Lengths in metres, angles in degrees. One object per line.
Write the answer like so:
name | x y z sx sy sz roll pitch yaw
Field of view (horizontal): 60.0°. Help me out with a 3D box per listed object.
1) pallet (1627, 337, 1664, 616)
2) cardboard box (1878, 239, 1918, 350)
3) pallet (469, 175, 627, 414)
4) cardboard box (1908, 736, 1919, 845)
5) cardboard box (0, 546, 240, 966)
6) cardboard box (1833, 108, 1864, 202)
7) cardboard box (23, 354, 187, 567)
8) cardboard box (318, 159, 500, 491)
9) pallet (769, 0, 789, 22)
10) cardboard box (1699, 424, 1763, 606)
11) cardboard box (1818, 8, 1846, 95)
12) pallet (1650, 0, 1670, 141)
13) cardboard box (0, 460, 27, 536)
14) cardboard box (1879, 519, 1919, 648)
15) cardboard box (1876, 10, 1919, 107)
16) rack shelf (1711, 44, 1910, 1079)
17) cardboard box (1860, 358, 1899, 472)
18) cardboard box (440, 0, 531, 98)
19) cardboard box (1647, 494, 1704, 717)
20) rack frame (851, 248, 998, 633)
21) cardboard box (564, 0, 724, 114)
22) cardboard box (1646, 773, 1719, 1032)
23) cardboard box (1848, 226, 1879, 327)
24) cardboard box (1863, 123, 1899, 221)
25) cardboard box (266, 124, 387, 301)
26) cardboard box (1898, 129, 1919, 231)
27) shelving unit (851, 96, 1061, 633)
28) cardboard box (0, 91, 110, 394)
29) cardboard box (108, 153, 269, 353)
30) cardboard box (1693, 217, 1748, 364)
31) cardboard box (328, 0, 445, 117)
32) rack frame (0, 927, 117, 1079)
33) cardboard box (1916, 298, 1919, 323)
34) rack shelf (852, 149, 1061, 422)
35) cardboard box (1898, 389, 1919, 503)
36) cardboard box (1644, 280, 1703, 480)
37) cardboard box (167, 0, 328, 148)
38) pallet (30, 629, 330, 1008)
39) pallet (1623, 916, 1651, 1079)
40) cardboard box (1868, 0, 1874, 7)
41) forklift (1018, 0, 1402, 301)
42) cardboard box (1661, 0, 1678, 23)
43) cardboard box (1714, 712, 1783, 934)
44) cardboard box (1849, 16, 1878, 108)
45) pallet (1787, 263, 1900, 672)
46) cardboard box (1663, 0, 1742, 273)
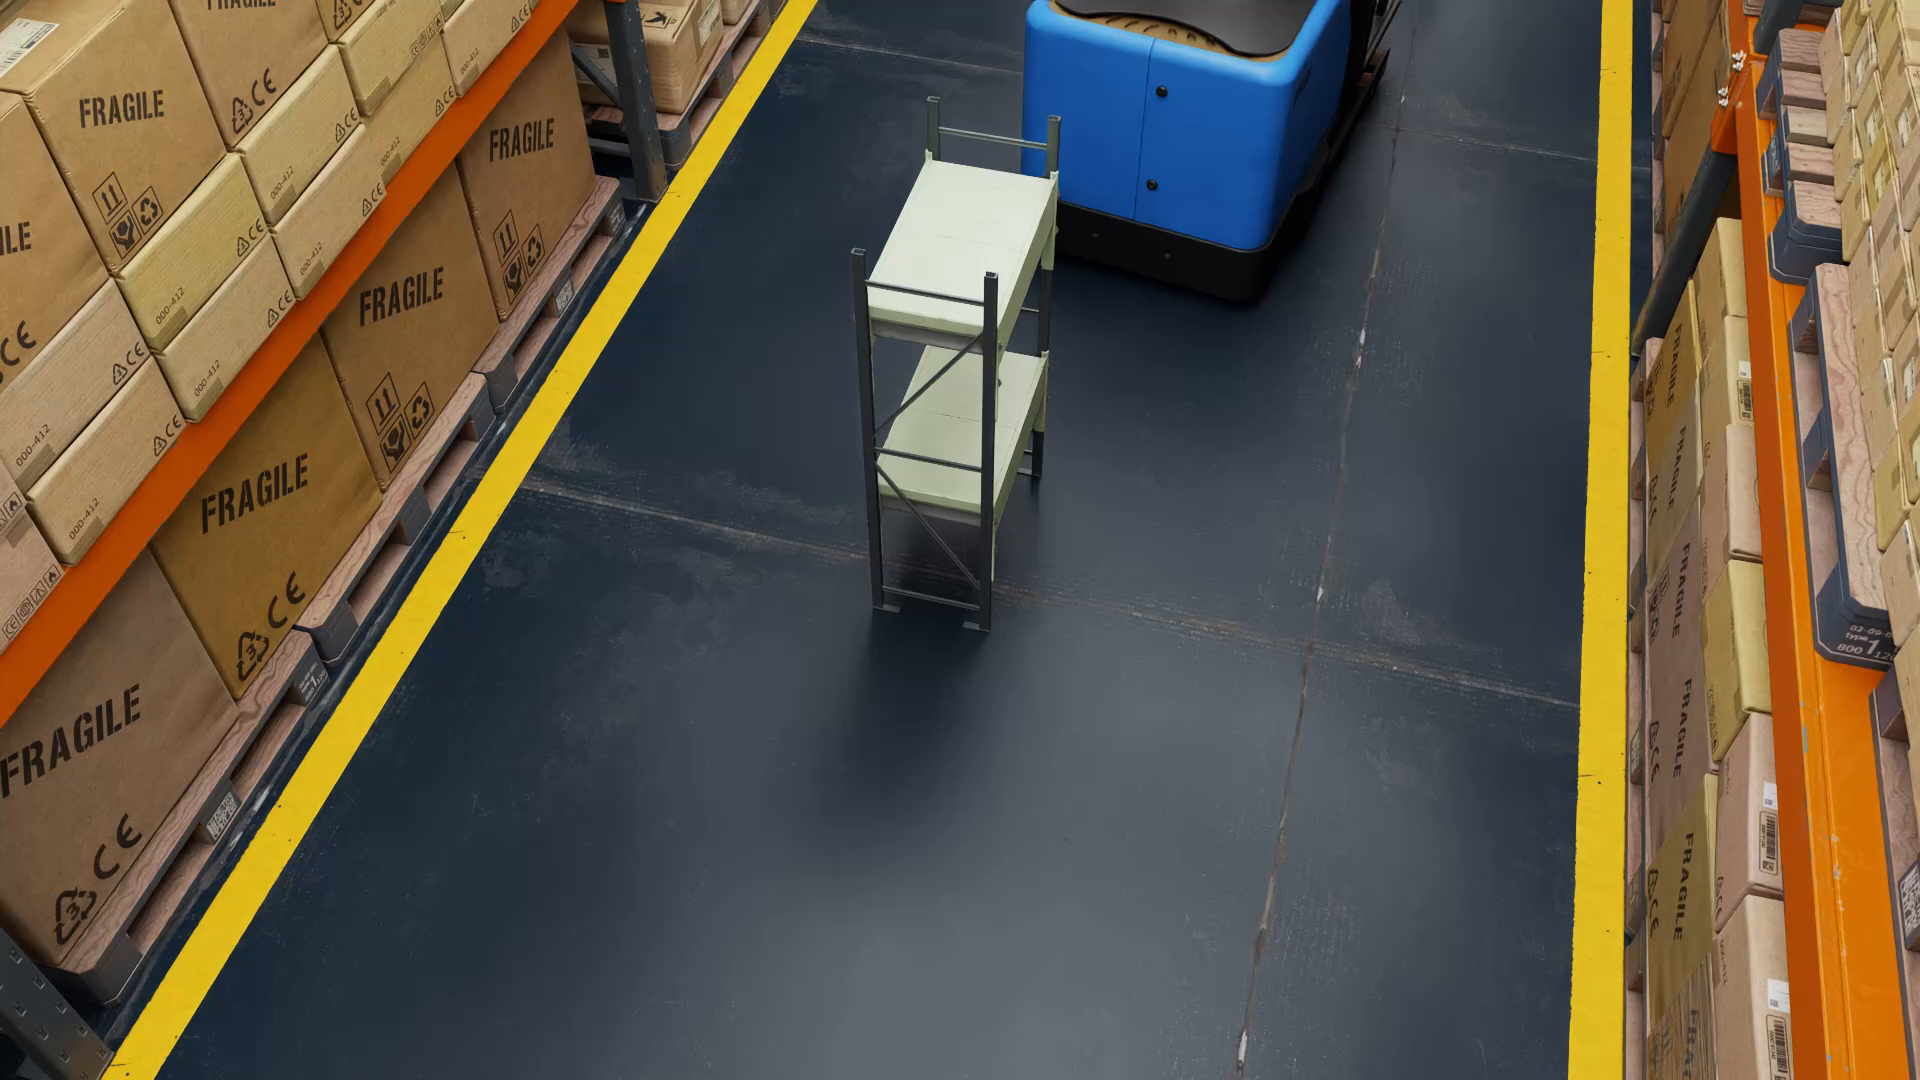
pallet | 2.858 -0.150 5.742 1.003 0.211 1.213 12 50 10
cardboard box | 2.407 -0.550 3.924 0.380 0.149 0.250 11 50 10
pallet | -2.017 -1.063 6.548 1.003 0.211 1.213 12 50 10
cardboard box | 2.061 0.505 3.191 0.380 0.149 0.250 11 50 10
cardboard box | -2.703 0.452 4.488 0.875 0.875 0.875 13 50 11
cardboard box | 2.612 -1.021 4.538 0.380 0.149 0.250 14 50 12
cardboard box | -2.284 -0.239 4.061 0.500 0.250 0.500 10 49 9
cardboard box | -2.237 -0.850 5.637 0.875 0.875 0.875 12 50 10
pallet | -1.206 -3.063 8.313 1.003 0.211 1.213 12 50 10
cardboard box | 2.374 -0.025 4.658 0.500 0.250 0.500 12 50 10
cardboard box | 2.753 -1.410 4.881 0.380 0.149 0.250 11 49 10
pallet | 3.669 -2.150 7.507 1.003 0.211 1.213 12 50 10
cardboard box | -2.402 -0.027 3.540 0.500 0.250 0.500 10 49 9
cardboard box | 2.195 0.122 3.529 0.380 0.149 0.250 10 49 8
cardboard box | 2.620 -1.223 4.319 0.380 0.149 0.250 11 50 10
rack shelf | 2.539 0.047 4.188 1.077 0.370 4.000 12 50 10
cardboard box | 2.336 -0.263 3.869 0.380 0.149 0.250 10 49 9
cardboard box | -1.739 -1.702 5.352 0.500 0.250 0.500 12 50 11
cardboard box | 2.374 0.248 4.917 0.500 0.500 0.500 10 49 9
rack frame | -0.095 -0.236 4.958 0.400 1.500 0.023 12 50 10
cardboard box | -1.578 -2.218 7.179 0.950 0.372 0.625 9 49 7
cardboard box | 2.100 0.988 4.265 0.500 0.500 0.500 11 49 9
cardboard box | 2.474 -0.632 4.195 0.380 0.149 0.250 13 50 11
cardboard box | 2.542 -0.909 4.241 0.380 0.149 0.250 12 50 10
cardboard box | -1.993 -0.967 4.703 0.500 0.250 0.500 11 49 9
cardboard box | 2.480 -0.836 3.977 0.380 0.149 0.250 14 50 12
shelving unit | 0.002 -0.501 5.192 0.431 1.500 0.755 12 50 10
cardboard box | -2.289 -0.647 3.587 0.500 0.500 0.500 11 50 10
cardboard box | -2.133 -0.769 4.195 0.500 0.250 0.500 12 50 11
cardboard box | 2.650 -0.747 5.295 0.500 0.250 0.500 10 49 8
cardboard box | -1.865 -1.511 4.850 0.500 0.250 0.500 10 49 9
rack frame | -2.789 0.352 3.439 1.000 3.000 0.127 12 50 10
cardboard box | 2.343 -0.464 3.649 0.380 0.149 0.250 11 49 10
rack shelf | 0.002 -0.759 4.899 0.431 0.370 0.720 12 50 10
cardboard box | 2.270 -0.180 3.597 0.380 0.149 0.250 12 50 10
cardboard box | 2.633 -0.488 5.567 0.500 0.500 0.500 10 49 8
cardboard box | -2.025 -1.385 4.238 0.500 0.500 0.500 11 49 9
pallet | -2.659 0.701 4.990 1.003 0.211 1.213 12 50 10
pallet | 2.216 1.615 4.184 1.003 0.211 1.213 12 50 10
cardboard box | 2.756 -1.591 4.645 0.380 0.149 0.250 12 50 10
forklift | 1.293 -3.023 6.463 1.130 2.935 3.031 19 51 16
cardboard box | 3.784 -2.762 7.407 1.050 0.750 0.750 12 50 10
cardboard box | 2.113 0.738 3.985 0.500 0.250 0.500 14 50 12
cardboard box | 2.675 -1.286 4.573 0.380 0.149 0.250 14 50 12
pallet | 2.584 -0.134 3.996 1.003 0.211 1.213 12 50 10
cardboard box | 3.313 -1.455 6.254 1.050 0.750 0.750 11 49 10
